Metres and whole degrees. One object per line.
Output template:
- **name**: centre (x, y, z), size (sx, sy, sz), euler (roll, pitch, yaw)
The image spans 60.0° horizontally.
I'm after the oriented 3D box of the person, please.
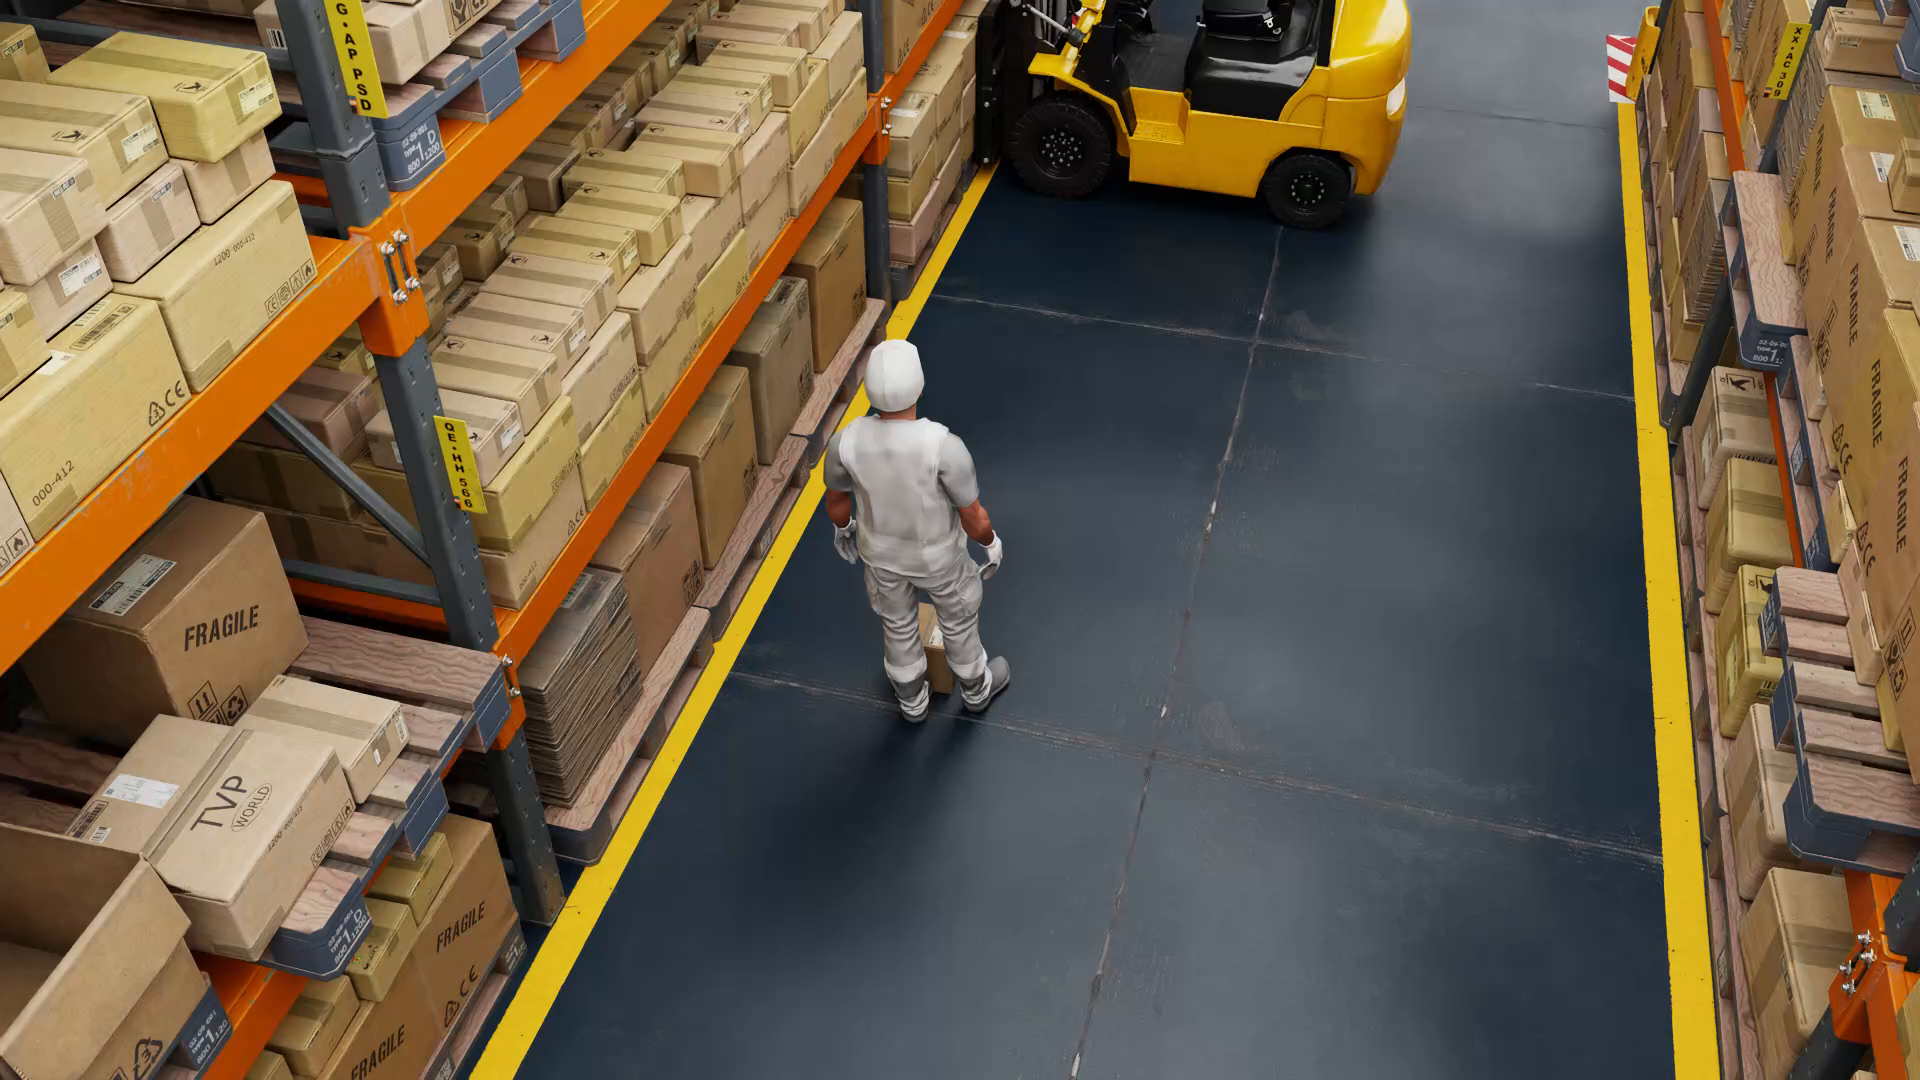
- **person**: centre (-0.145, -0.025, 6.155), size (0.638, 1.788, 0.561), euler (10, 42, 11)
